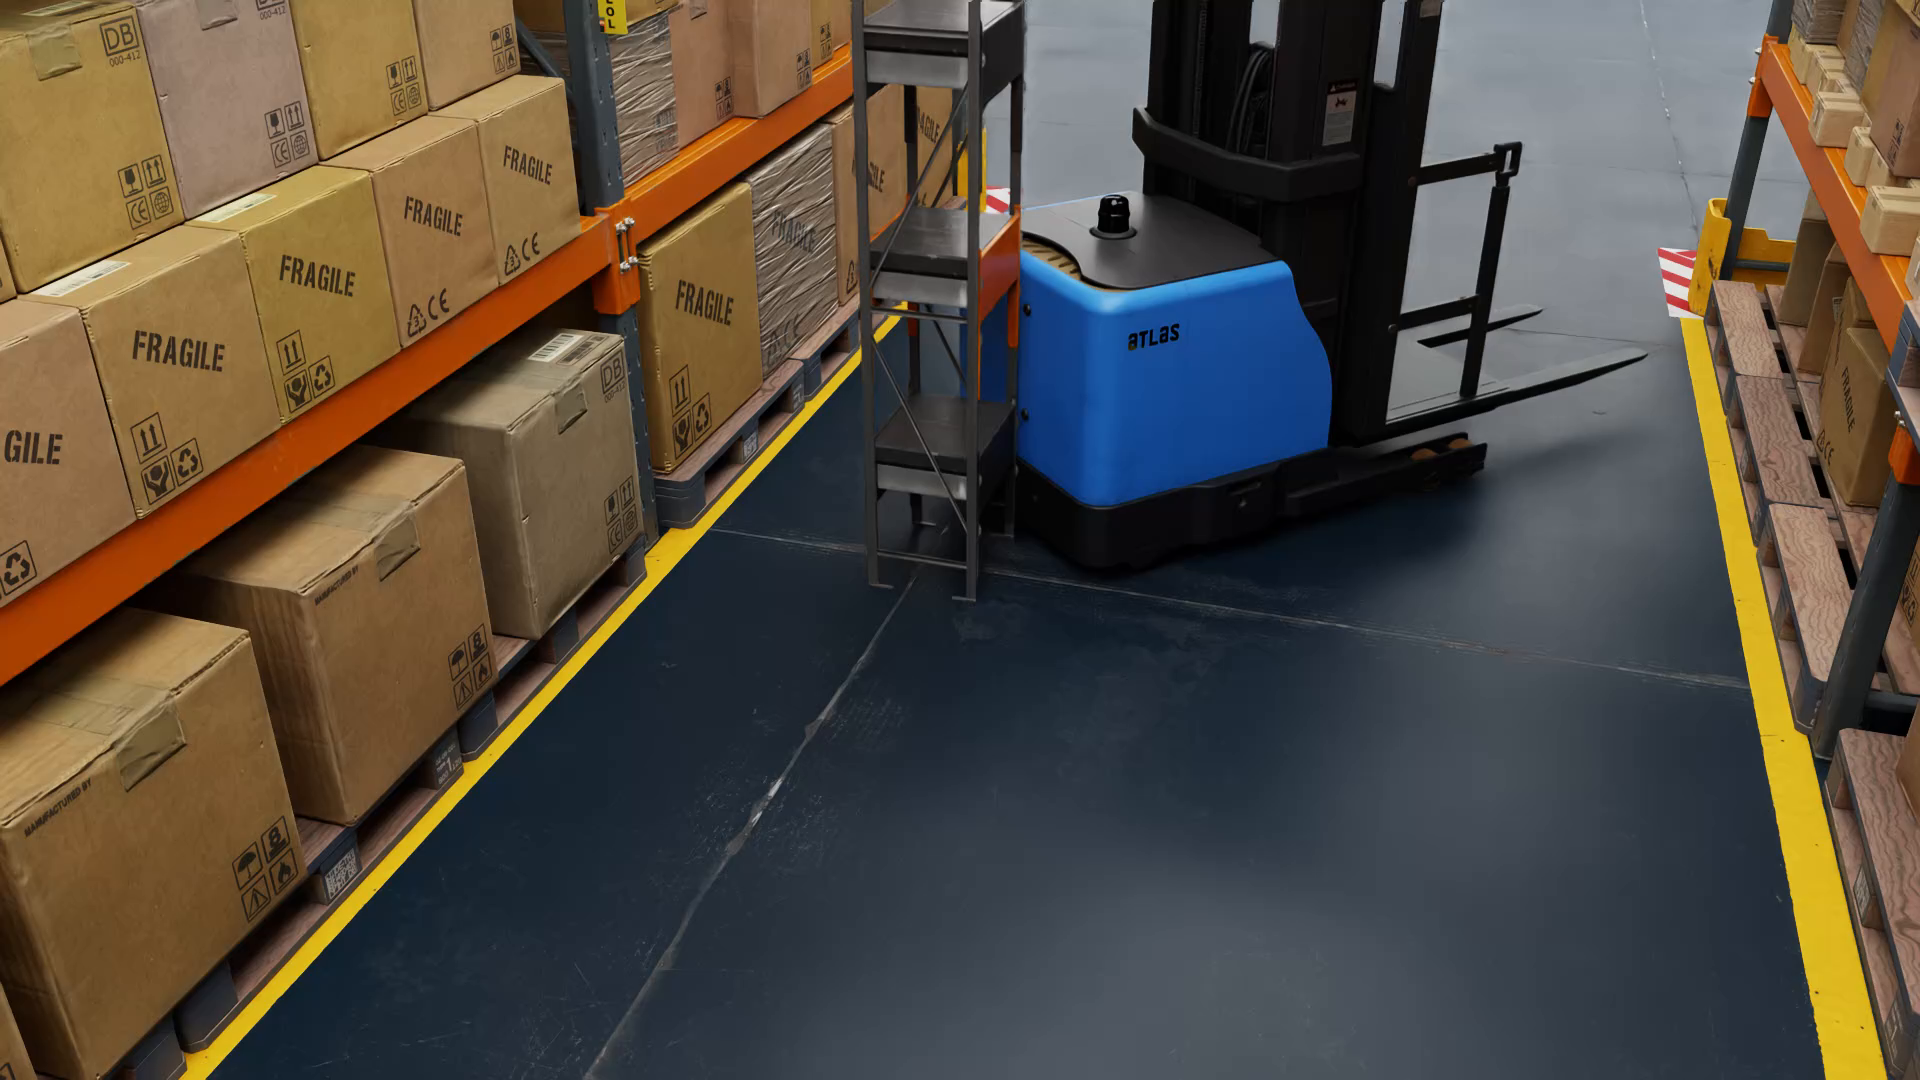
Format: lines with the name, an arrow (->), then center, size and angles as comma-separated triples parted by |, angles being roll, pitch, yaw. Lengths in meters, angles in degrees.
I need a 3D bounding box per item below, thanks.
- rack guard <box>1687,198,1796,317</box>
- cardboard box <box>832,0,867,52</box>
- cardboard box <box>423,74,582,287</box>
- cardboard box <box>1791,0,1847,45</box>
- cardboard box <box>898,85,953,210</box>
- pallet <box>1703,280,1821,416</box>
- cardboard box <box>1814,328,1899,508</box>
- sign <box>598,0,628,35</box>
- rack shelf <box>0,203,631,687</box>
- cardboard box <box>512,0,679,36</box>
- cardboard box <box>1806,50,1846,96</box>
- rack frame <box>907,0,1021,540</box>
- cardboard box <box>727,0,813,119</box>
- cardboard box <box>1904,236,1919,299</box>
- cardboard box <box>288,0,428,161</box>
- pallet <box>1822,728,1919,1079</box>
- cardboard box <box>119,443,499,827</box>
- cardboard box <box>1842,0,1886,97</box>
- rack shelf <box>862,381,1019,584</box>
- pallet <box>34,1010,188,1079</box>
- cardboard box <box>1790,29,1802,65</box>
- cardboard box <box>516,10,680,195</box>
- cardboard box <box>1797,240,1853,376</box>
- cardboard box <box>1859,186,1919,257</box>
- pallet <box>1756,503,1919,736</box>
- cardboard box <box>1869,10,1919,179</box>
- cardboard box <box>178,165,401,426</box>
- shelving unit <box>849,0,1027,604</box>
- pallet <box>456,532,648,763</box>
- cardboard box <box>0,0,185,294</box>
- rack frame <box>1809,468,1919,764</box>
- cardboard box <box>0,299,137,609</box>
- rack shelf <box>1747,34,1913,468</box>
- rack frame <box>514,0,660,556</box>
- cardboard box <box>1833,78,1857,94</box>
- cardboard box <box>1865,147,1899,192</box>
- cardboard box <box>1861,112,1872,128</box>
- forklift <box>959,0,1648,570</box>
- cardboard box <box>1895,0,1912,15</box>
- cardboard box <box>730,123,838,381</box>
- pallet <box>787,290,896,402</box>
rack guard -> 4.241, -1.329, 8.125 | 1.175, 0.500, 0.348 | 8, 30, 15
cardboard box -> -0.940, -2.597, 7.679 | 0.875, 0.550, 0.550 | 8, 30, 15
cardboard box -> -1.521, -1.116, 5.067 | 0.500, 0.500, 0.500 | 8, 30, 15
cardboard box -> 4.075, -2.379, 7.032 | 0.875, 0.500, 0.500 | 8, 30, 15
cardboard box -> -0.585, -2.142, 8.769 | 0.875, 0.875, 0.875 | 9, 30, 15
pallet -> 3.968, -0.830, 7.526 | 1.003, 0.211, 1.213 | 8, 30, 15
cardboard box -> 3.512, -0.436, 6.088 | 0.500, 0.500, 0.500 | 6, 30, 10
sign -> -1.101, -1.751, 5.203 | 0.100, 0.325, 0.005 | 8, 30, 15
rack shelf -> -2.210, -0.109, 4.100 | 1.077, 0.370, 4.000 | 8, 30, 15
cardboard box -> -1.482, -2.057, 5.596 | 0.875, 0.550, 0.550 | 8, 30, 15
cardboard box -> 3.718, -1.902, 6.842 | 0.380, 0.149, 0.250 | 8, 30, 15
rack frame -> 0.012, -0.951, 5.799 | 0.400, 2.100, 0.015 | 9, 30, 15
cardboard box -> -1.115, -2.084, 6.757 | 0.875, 0.550, 0.550 | 8, 30, 15
cardboard box -> 2.953, -0.745, 4.762 | 0.380, 0.149, 0.250 | 8, 30, 15
cardboard box -> -1.912, -1.362, 4.482 | 0.700, 0.500, 0.500 | 8, 30, 14
pallet -> 2.862, 0.983, 4.266 | 1.003, 0.211, 1.213 | 8, 30, 15
cardboard box -> -2.006, 0.196, 4.694 | 1.050, 0.750, 0.750 | 8, 30, 15
cardboard box -> 3.855, -1.903, 6.177 | 0.875, 0.500, 0.500 | 8, 30, 15
rack shelf -> -0.061, -0.214, 5.942 | 0.431, 0.518, 0.480 | 9, 30, 15
pallet -> -2.494, 1.369, 3.572 | 1.003, 0.211, 1.213 | 8, 30, 15
cardboard box -> 3.860, -2.135, 7.261 | 0.380, 0.149, 0.250 | 8, 30, 15
cardboard box -> -1.526, -1.591, 5.871 | 0.875, 0.550, 0.550 | 8, 30, 15
cardboard box -> 3.921, -0.978, 7.061 | 0.500, 0.500, 0.500 | 17, 33, 28
cardboard box -> 3.051, -0.985, 5.193 | 0.380, 0.149, 0.250 | 8, 30, 15
pallet -> 3.252, 0.303, 5.487 | 1.003, 0.211, 1.213 | 8, 30, 15
cardboard box -> 3.511, -1.446, 5.355 | 0.875, 0.500, 0.500 | 8, 30, 15
cardboard box -> -1.817, -0.646, 4.223 | 0.500, 0.500, 0.500 | 9, 30, 15
shelving unit -> -0.061, -0.838, 5.596 | 0.431, 2.100, 0.503 | 9, 30, 15
pallet -> -1.777, 0.235, 5.610 | 1.003, 0.211, 1.213 | 8, 30, 15
cardboard box -> -2.210, -0.893, 3.639 | 0.700, 0.500, 0.500 | 8, 30, 14
rack frame -> 3.089, -0.598, 4.239 | 1.000, 3.000, 0.127 | 8, 30, 15
cardboard box -> -2.112, -0.179, 3.383 | 0.500, 0.500, 0.500 | 8, 30, 15
rack shelf -> 3.676, -1.213, 6.085 | 1.077, 0.370, 4.000 | 8, 30, 15
rack frame -> -1.623, -1.353, 5.596 | 1.000, 3.000, 0.127 | 8, 30, 15
cardboard box -> 3.591, -1.667, 6.419 | 0.380, 0.149, 0.250 | 8, 30, 15
cardboard box -> 3.285, -1.204, 5.587 | 0.380, 0.149, 0.250 | 8, 30, 15
cardboard box -> 3.472, -1.430, 5.994 | 0.380, 0.149, 0.250 | 8, 30, 15
forklift -> 1.522, -1.681, 6.257 | 3.031, 2.935, 1.130 | -15, 33, -25
cardboard box -> 3.251, -1.922, 5.182 | 0.500, 0.500, 0.500 | 8, 30, 15
cardboard box -> -1.111, -1.309, 7.272 | 0.875, 0.875, 0.875 | 9, 30, 15
pallet -> -0.969, -1.045, 7.912 | 1.003, 0.211, 1.213 | 8, 30, 15
